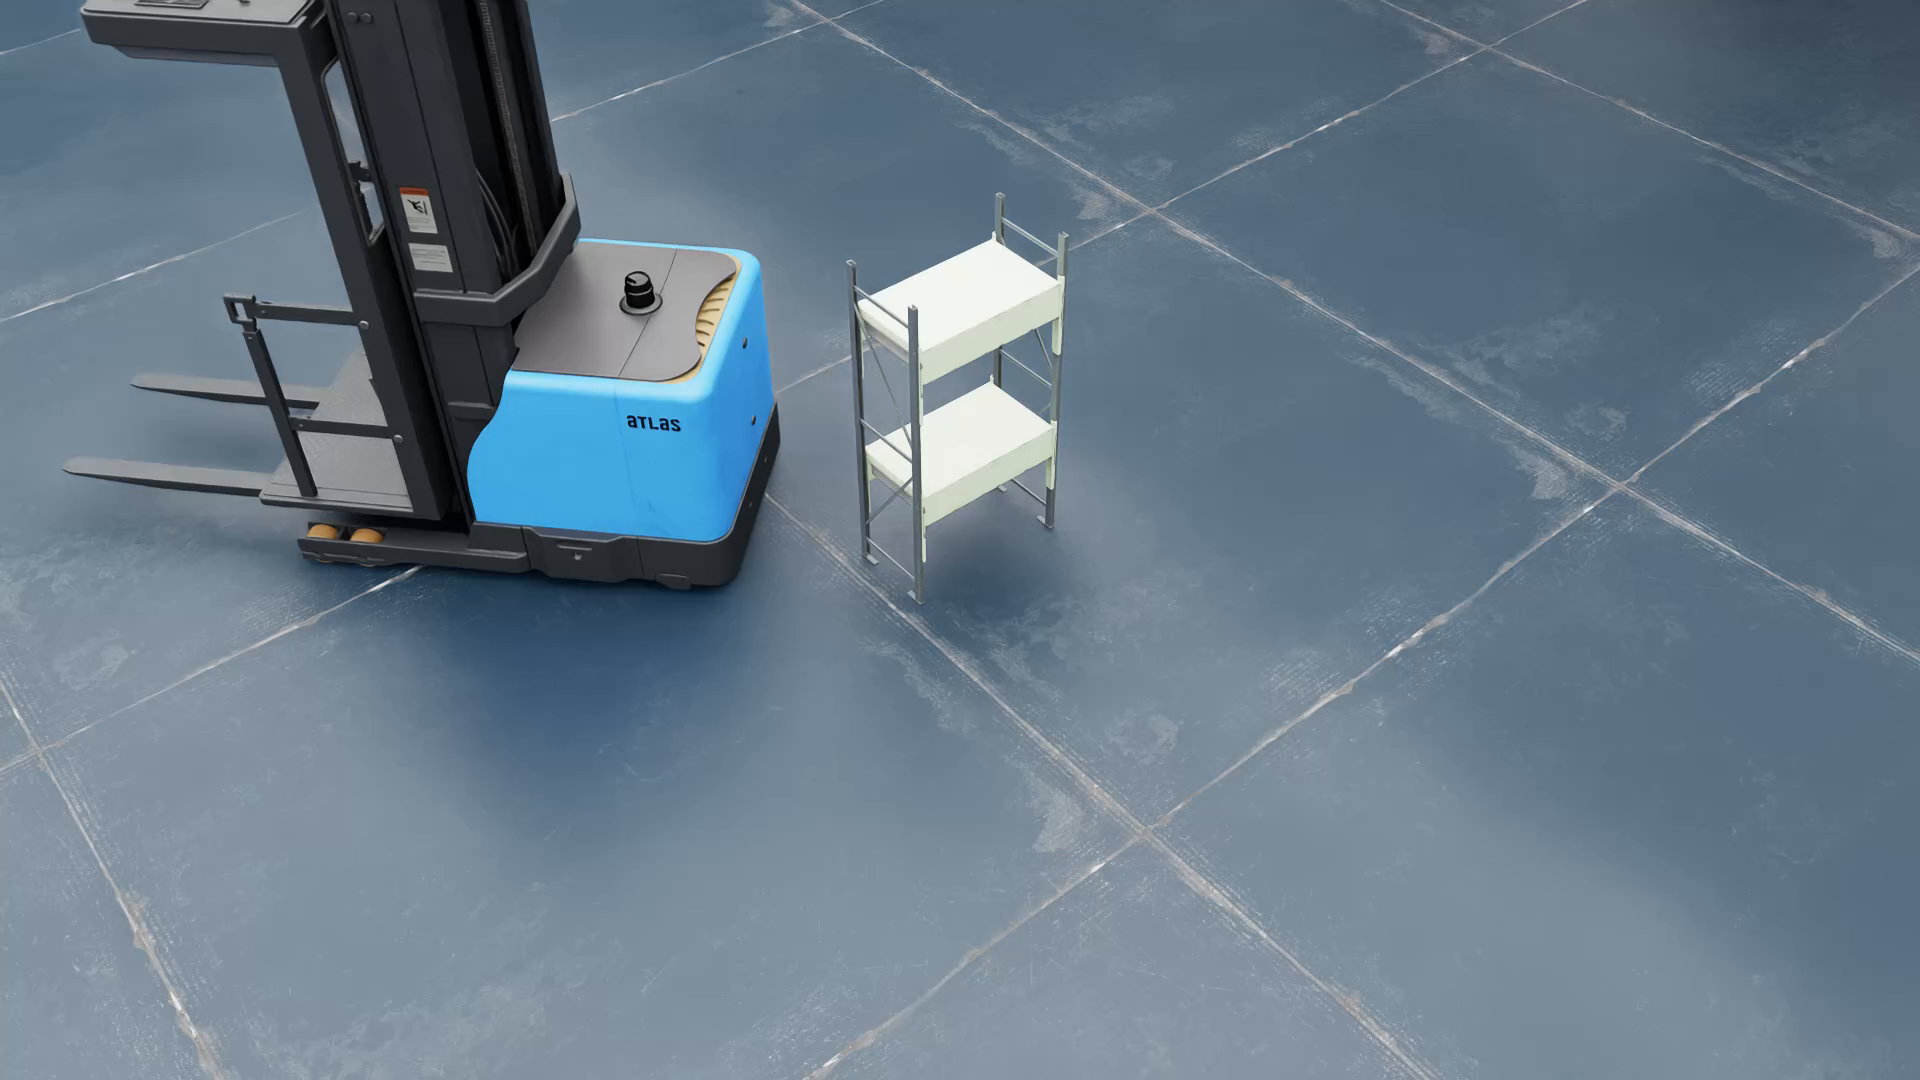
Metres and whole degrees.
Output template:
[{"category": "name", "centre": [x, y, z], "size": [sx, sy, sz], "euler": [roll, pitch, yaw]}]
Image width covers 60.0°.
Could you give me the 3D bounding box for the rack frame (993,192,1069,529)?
[{"category": "rack frame", "centre": [0.276, -0.705, 6.905], "size": [0.023, 1.500, 0.400], "euler": [-30, 51, -28]}]

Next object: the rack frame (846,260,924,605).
[{"category": "rack frame", "centre": [-0.286, -0.383, 6.562], "size": [0.023, 1.500, 0.400], "euler": [-30, 51, -28]}]

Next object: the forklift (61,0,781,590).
[{"category": "forklift", "centre": [-2.380, -1.307, 6.501], "size": [3.031, 2.935, 1.130], "euler": [5, 43, 5]}]

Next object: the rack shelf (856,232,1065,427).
[{"category": "rack shelf", "centre": [-0.005, -0.828, 6.466], "size": [0.720, 0.370, 0.431], "euler": [-30, 51, -28]}]

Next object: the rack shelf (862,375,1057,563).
[{"category": "rack shelf", "centre": [-0.005, -0.306, 6.957], "size": [0.720, 0.370, 0.431], "euler": [-30, 51, -28]}]

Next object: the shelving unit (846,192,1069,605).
[{"category": "shelving unit", "centre": [-0.005, -0.544, 6.733], "size": [0.755, 1.500, 0.431], "euler": [-30, 51, -28]}]
